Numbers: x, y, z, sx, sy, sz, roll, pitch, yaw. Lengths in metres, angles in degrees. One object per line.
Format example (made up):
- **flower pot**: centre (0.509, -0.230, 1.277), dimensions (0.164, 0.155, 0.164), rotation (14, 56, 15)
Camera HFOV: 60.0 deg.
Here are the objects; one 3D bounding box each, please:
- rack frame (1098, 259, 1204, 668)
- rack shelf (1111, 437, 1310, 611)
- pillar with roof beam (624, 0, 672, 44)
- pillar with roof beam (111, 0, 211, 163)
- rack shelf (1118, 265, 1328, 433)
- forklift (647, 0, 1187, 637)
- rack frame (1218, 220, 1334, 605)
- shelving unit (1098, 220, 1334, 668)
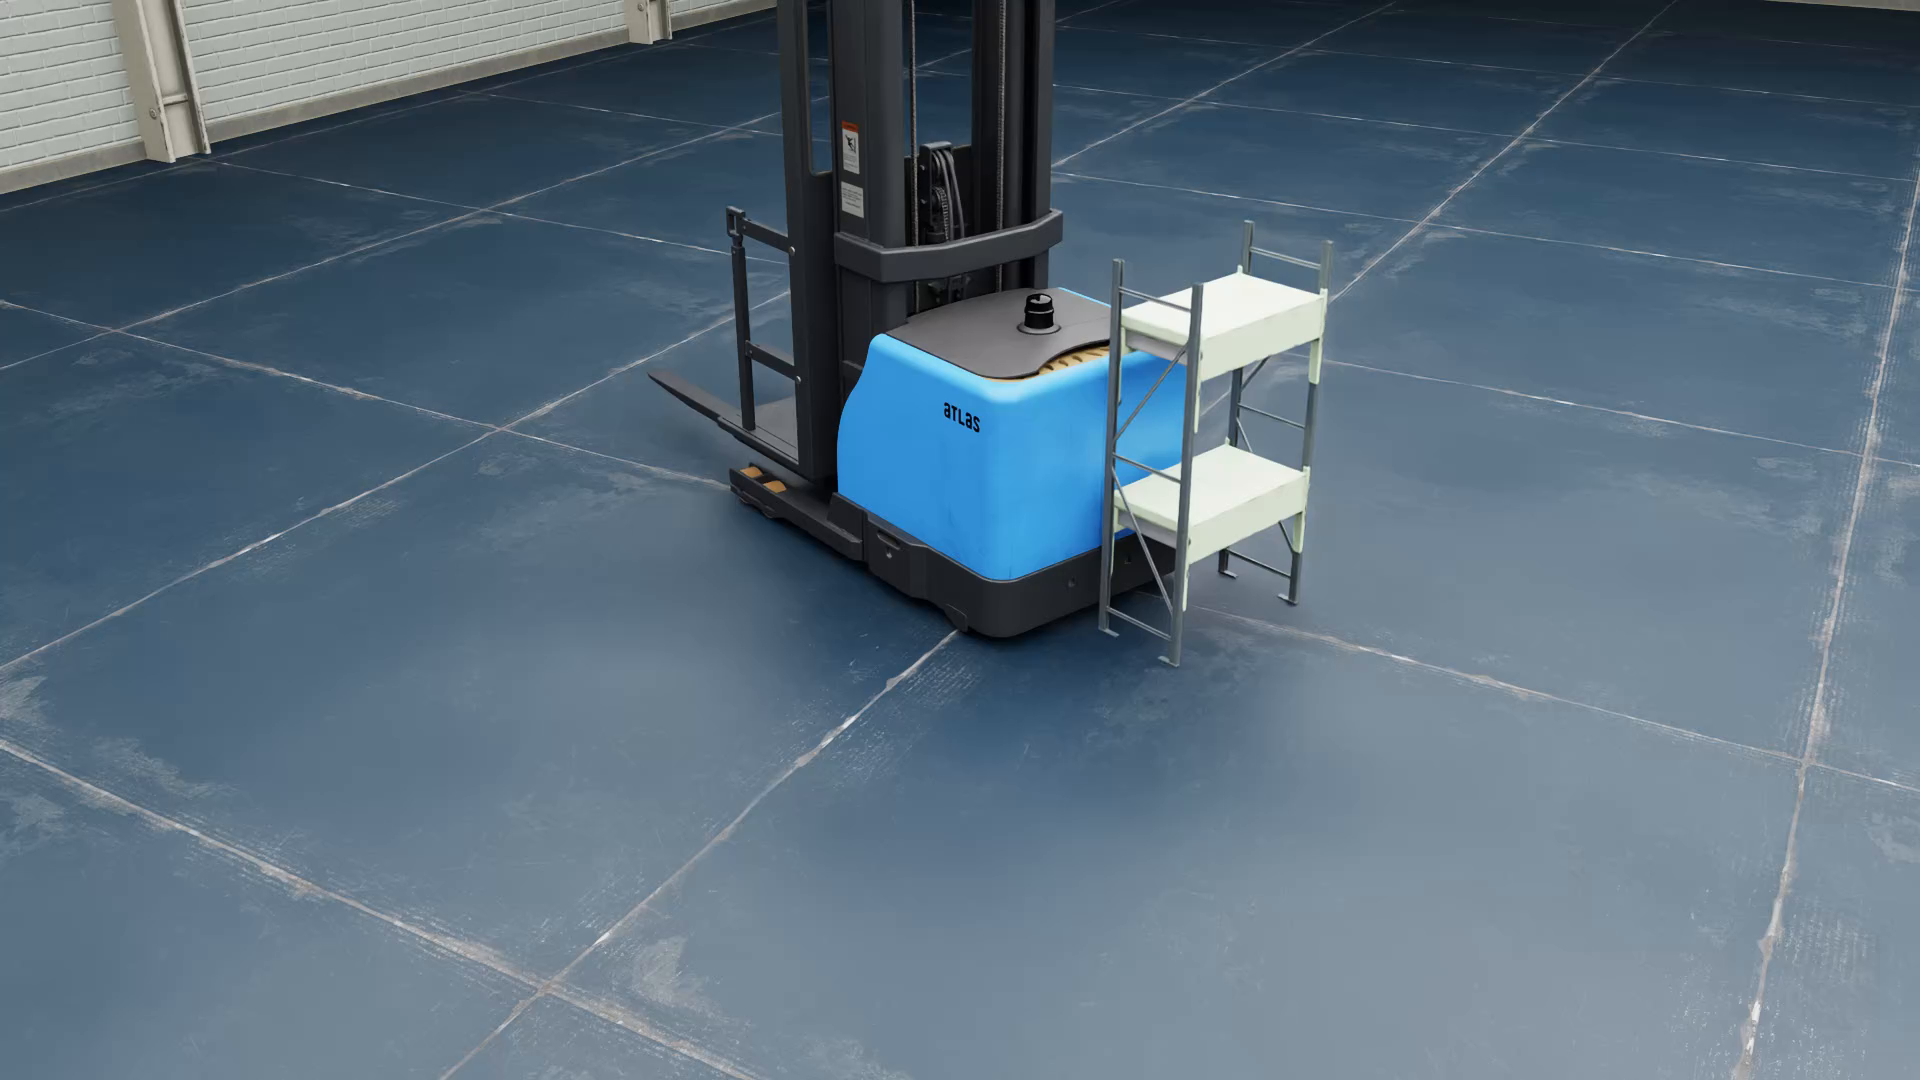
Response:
- **rack frame**: centre (0.685, -0.257, 6.085), dimensions (0.023, 1.500, 0.400), rotation (-22, 34, -37)
- **rack shelf**: centre (0.956, -0.076, 6.452), dimensions (0.720, 0.370, 0.431), rotation (-22, 34, -37)
- **pillar with roof beam**: centre (0.365, -8.532, 14.242), dimensions (9.100, 9.000, 0.400), rotation (14, 30, 26)
- **pillar with roof beam**: centre (-2.586, -6.194, 9.570), dimensions (9.100, 9.000, 0.400), rotation (14, 30, 26)
- **rack shelf**: centre (0.954, -0.717, 6.133), dimensions (0.720, 0.370, 0.431), rotation (-22, 34, -37)
- **forklift**: centre (-0.391, -1.531, 7.034), dimensions (1.130, 2.935, 3.031), rotation (-20, 33, -34)
- **rack frame**: centre (1.224, -0.479, 6.528), dimensions (0.023, 1.500, 0.400), rotation (-22, 34, -37)
- **shelving unit**: centre (0.955, -0.368, 6.307), dimensions (0.755, 1.500, 0.431), rotation (-22, 34, -37)
